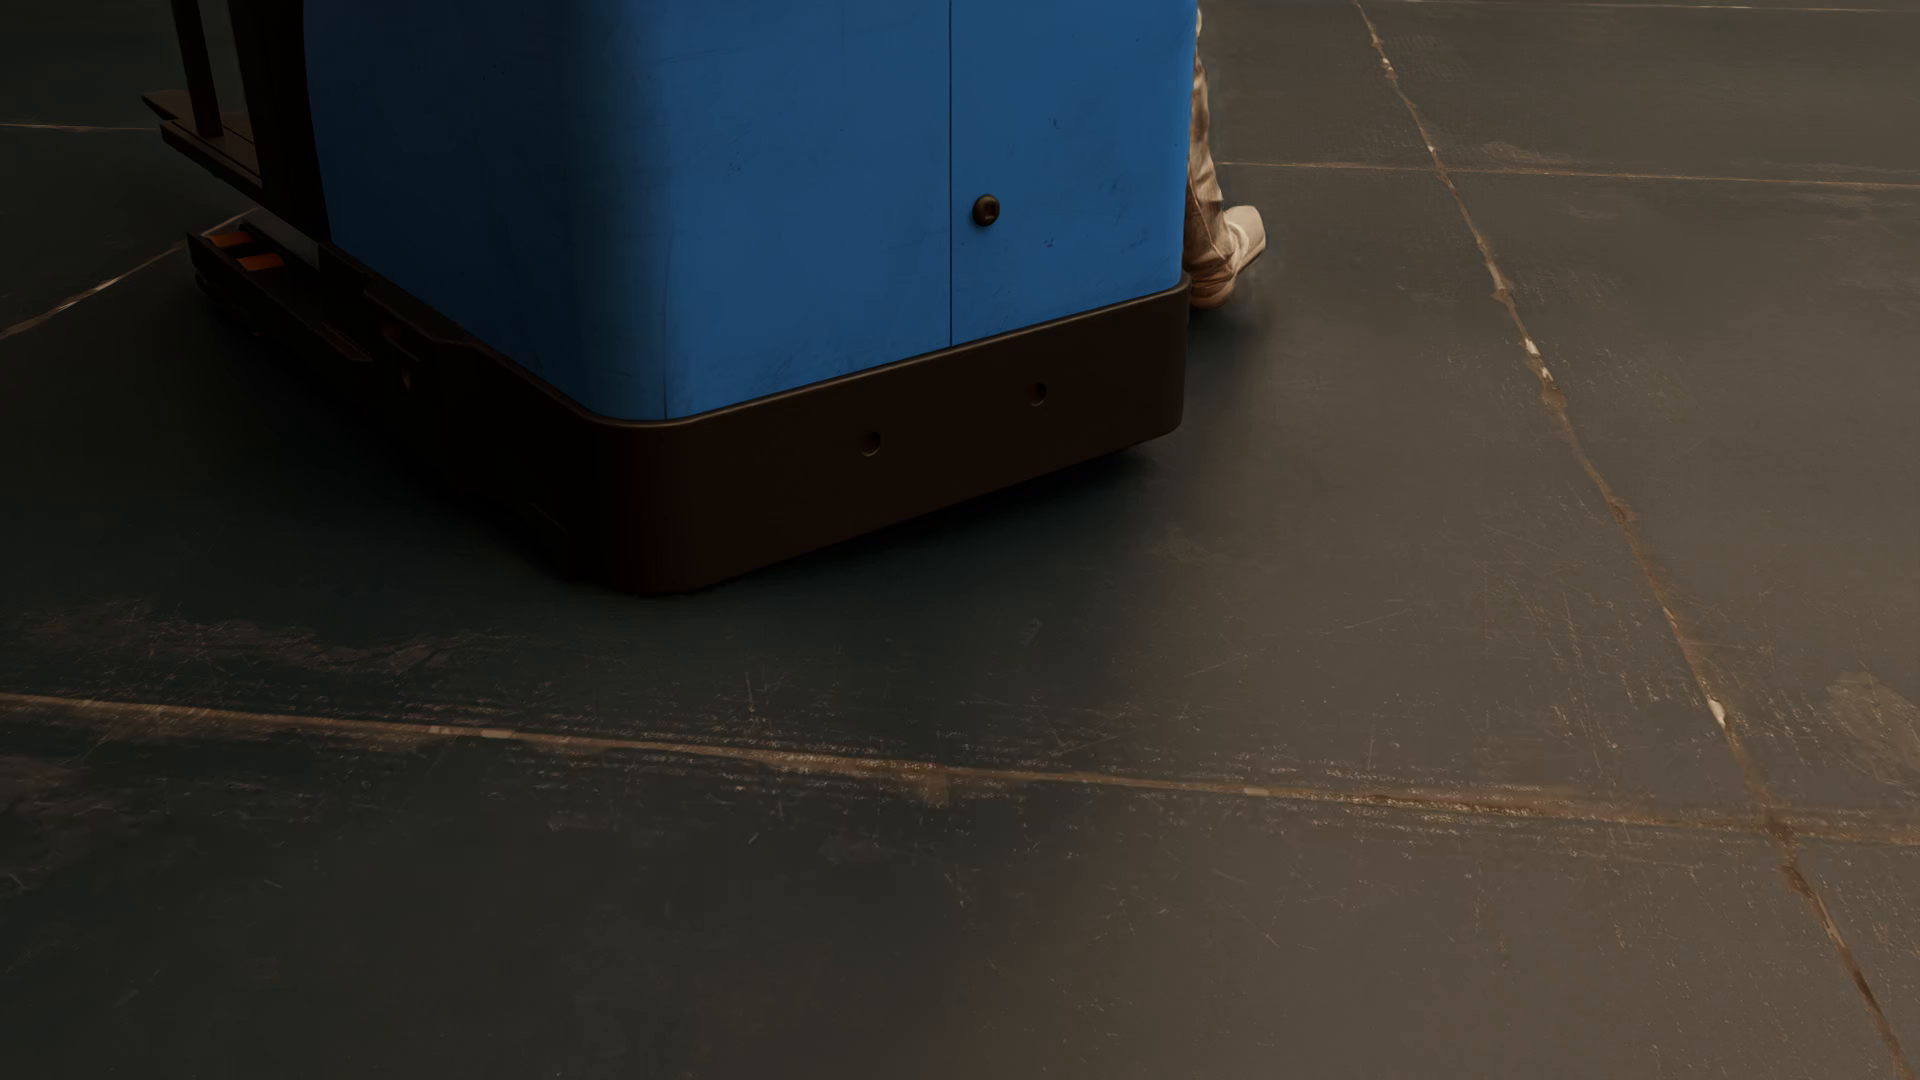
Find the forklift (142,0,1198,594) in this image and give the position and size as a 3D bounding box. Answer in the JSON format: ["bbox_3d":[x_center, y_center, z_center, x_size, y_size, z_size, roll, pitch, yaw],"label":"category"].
[{"bbox_3d":[-0.933,-1.833,2.892,1.130,2.935,3.031,-19,32,-33],"label":"forklift"}]

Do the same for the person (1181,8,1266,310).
[{"bbox_3d":[0.197,-1.200,3.018,0.904,1.669,0.934,16,31,29],"label":"person"}]
